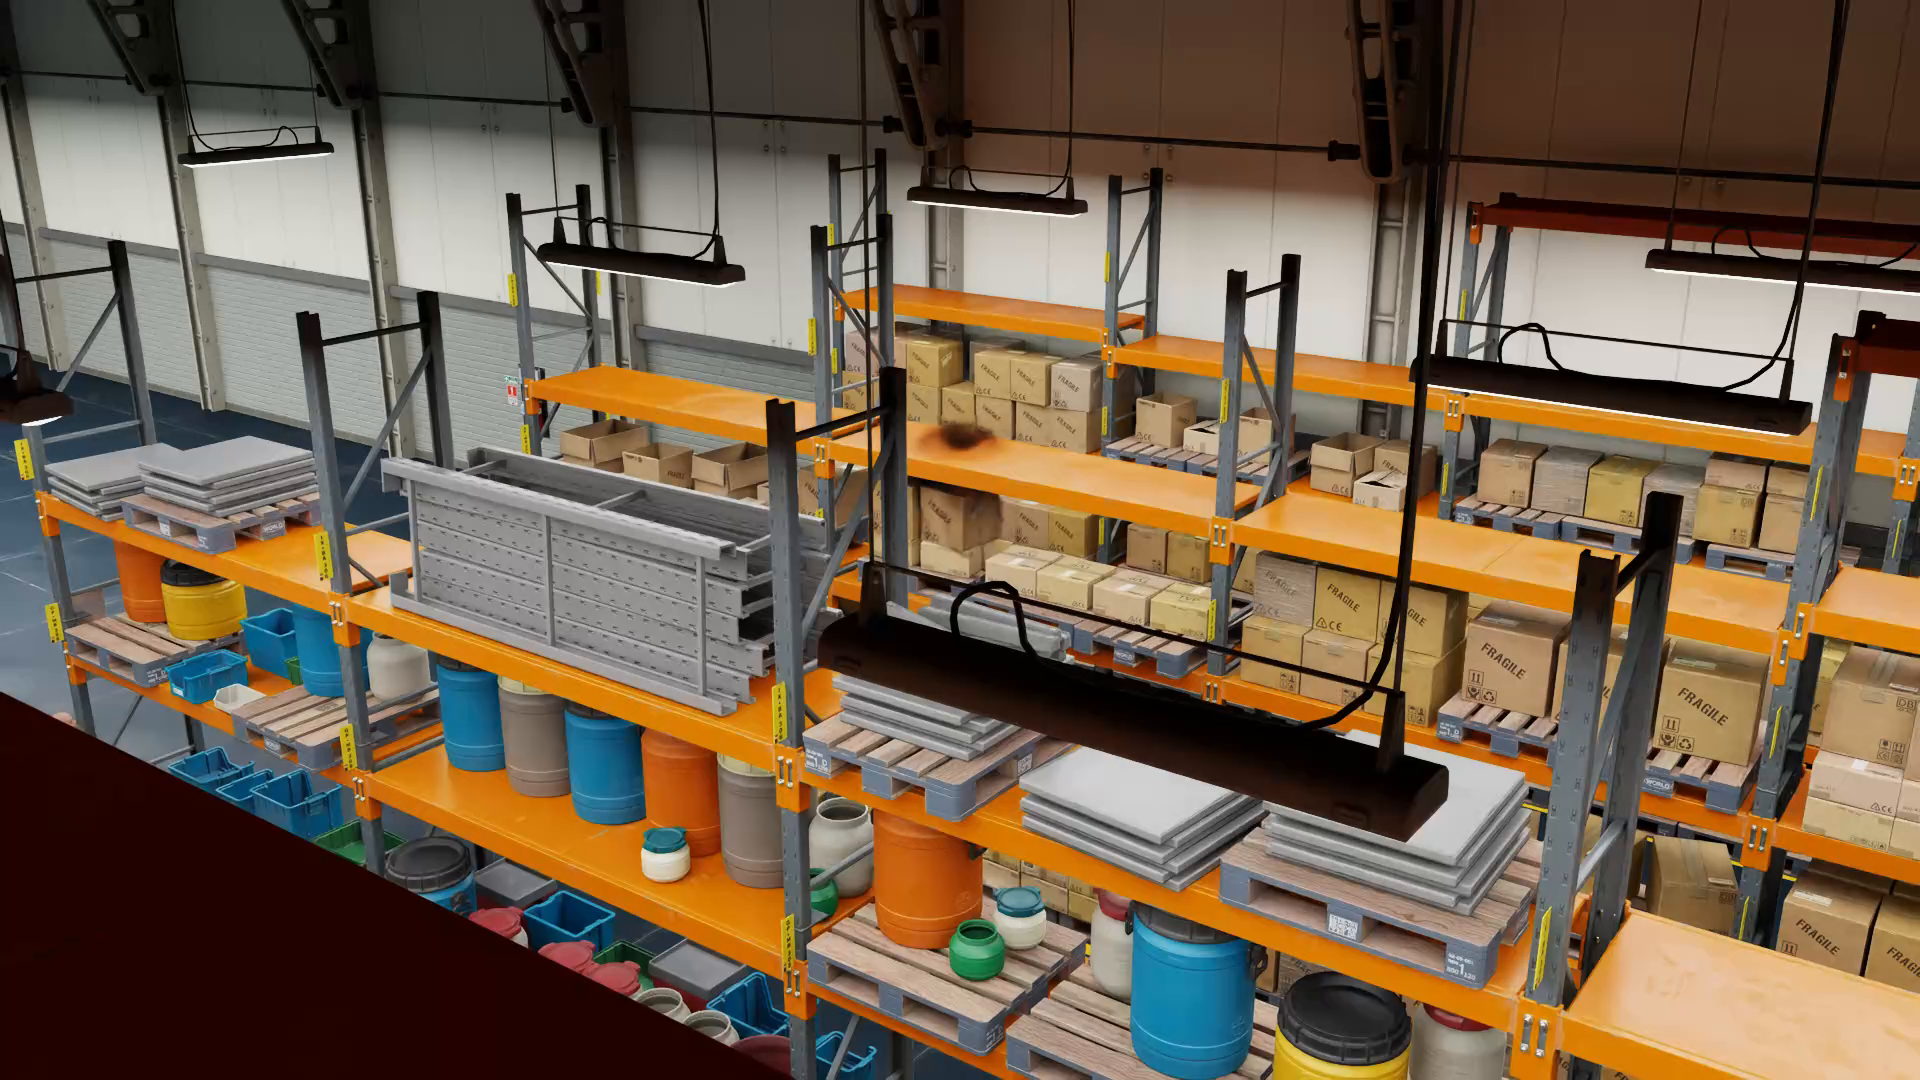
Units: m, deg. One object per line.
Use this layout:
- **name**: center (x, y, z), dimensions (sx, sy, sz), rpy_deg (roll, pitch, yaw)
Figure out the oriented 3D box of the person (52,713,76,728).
- **person**: center (-8.167, 2.353, 15.438), dimensions (0.516, 1.679, 1.022), rpy_deg (6, 19, 18)
